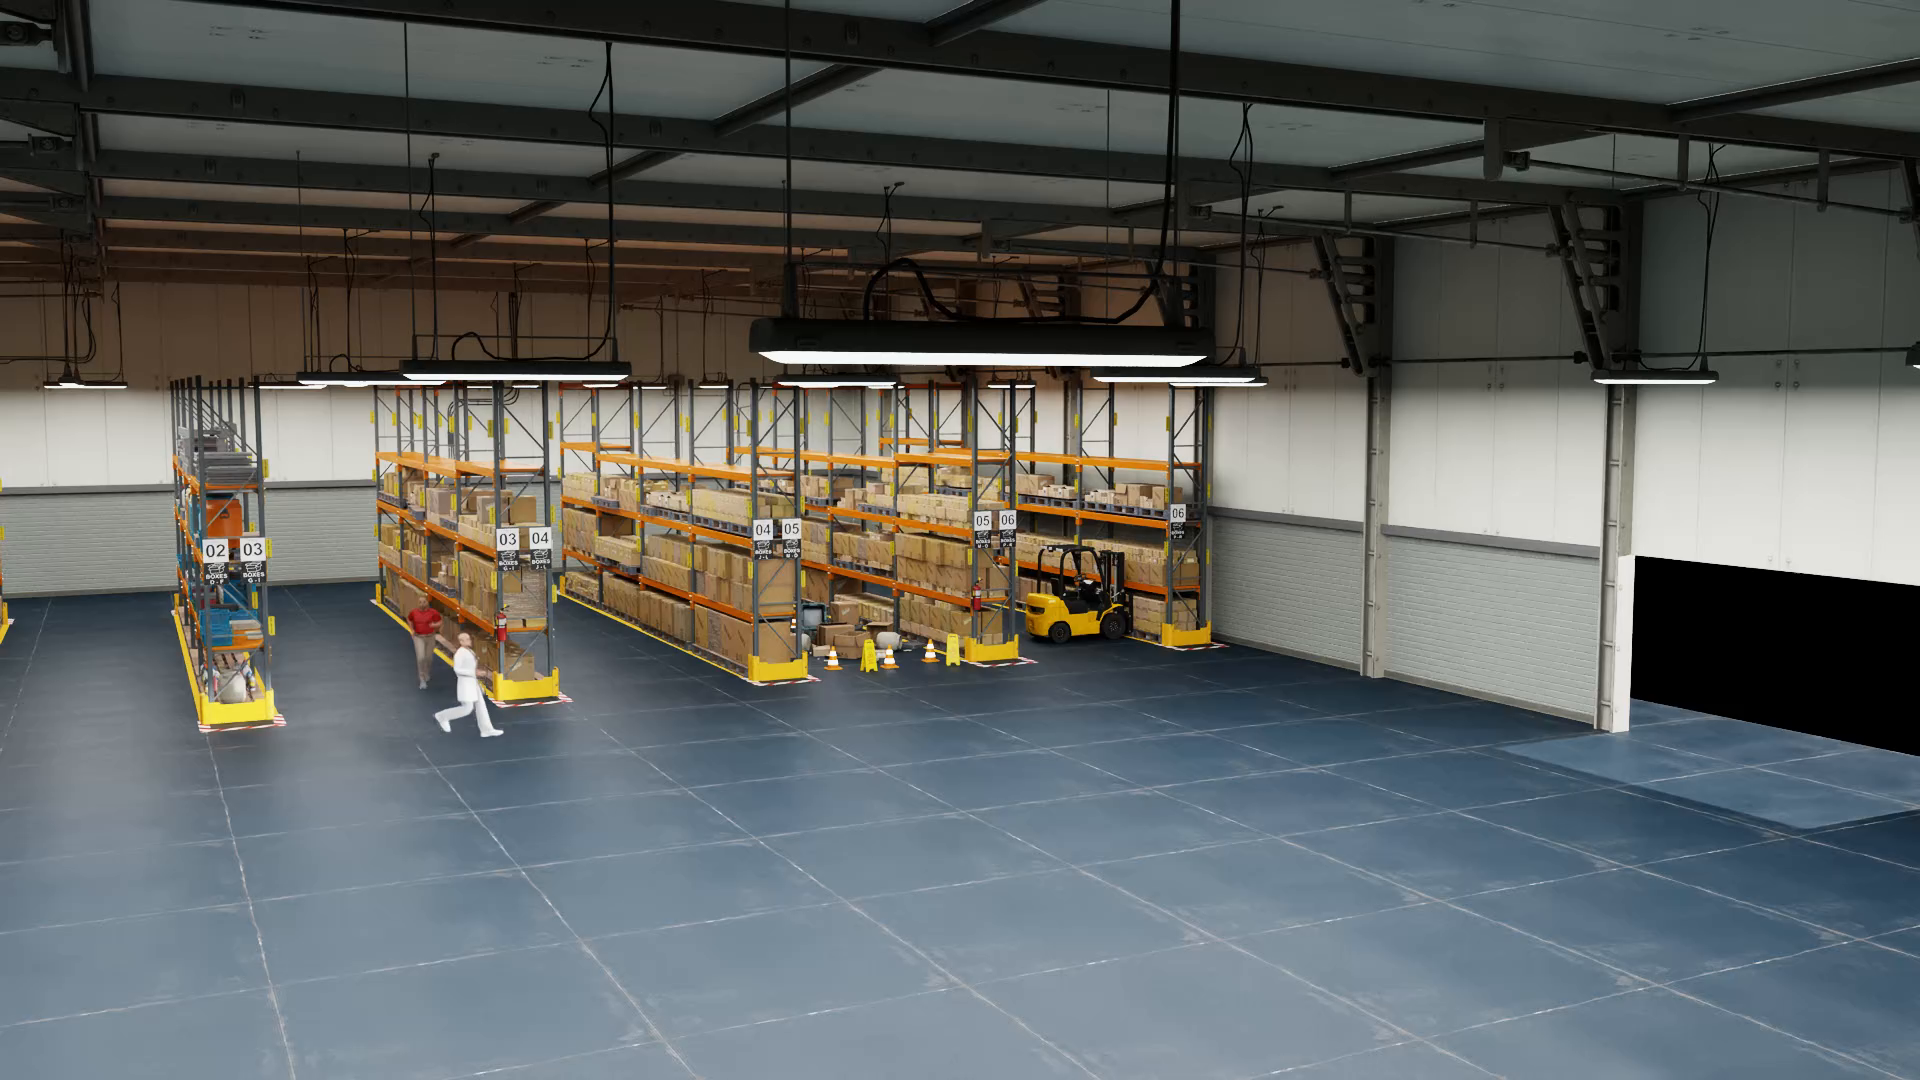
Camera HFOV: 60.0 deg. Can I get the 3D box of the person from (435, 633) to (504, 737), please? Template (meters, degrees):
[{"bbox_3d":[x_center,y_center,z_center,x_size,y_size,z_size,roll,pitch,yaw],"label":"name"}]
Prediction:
[{"bbox_3d":[-8.113,2.401,27.476,1.092,1.744,0.724,0,5,1],"label":"person"}]

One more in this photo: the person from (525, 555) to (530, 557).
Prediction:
[{"bbox_3d":[-11.823,0.877,45.474,0.656,1.656,0.629,-2,5,-18],"label":"person"}]

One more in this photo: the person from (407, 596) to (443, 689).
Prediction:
[{"bbox_3d":[-10.441,1.980,32.510,0.636,1.778,0.884,-2,6,-23],"label":"person"}]
